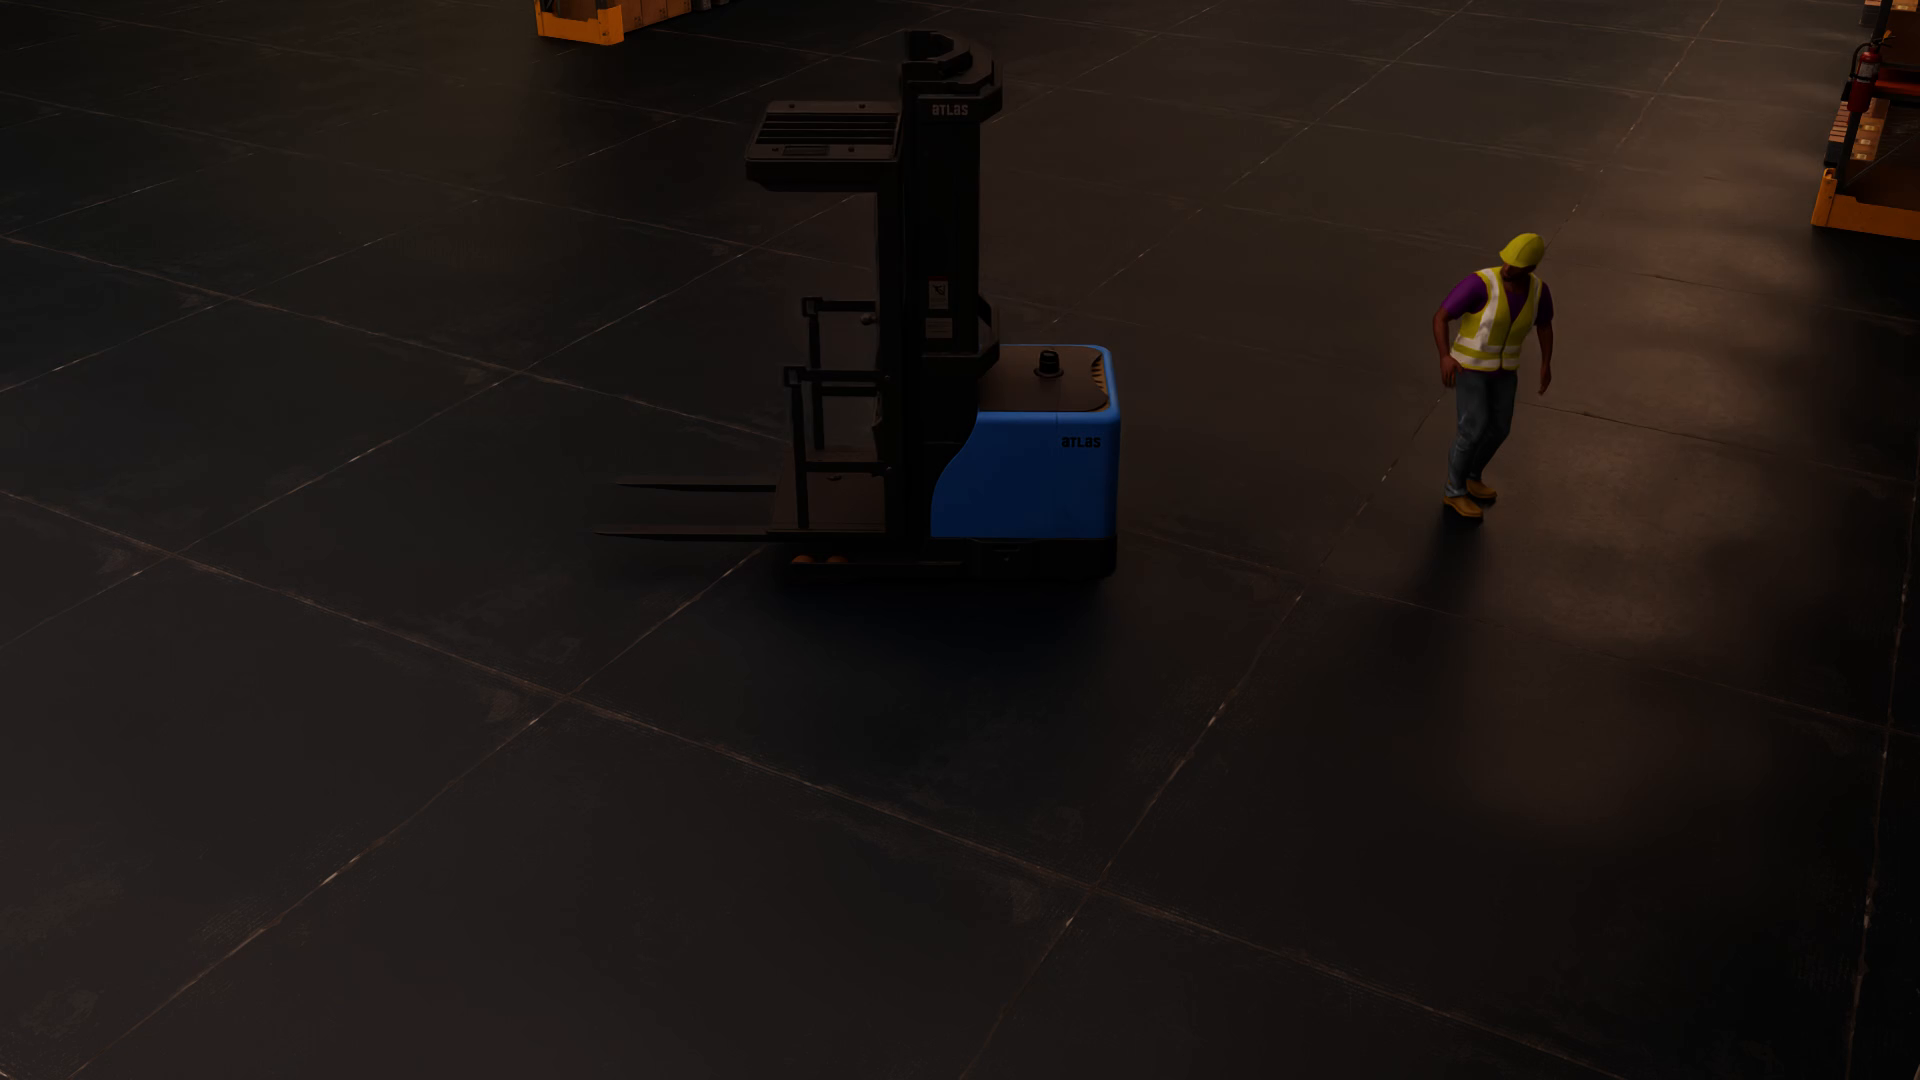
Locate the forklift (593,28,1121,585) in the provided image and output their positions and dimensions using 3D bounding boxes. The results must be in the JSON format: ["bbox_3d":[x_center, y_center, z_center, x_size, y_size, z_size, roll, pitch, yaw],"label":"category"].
[{"bbox_3d":[-0.610,-1.275,9.279,3.031,2.935,1.130,0,30,1],"label":"forklift"}]

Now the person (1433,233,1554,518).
[{"bbox_3d":[3.243,-1.011,10.016,0.785,1.739,0.519,-11,32,-18],"label":"person"}]
